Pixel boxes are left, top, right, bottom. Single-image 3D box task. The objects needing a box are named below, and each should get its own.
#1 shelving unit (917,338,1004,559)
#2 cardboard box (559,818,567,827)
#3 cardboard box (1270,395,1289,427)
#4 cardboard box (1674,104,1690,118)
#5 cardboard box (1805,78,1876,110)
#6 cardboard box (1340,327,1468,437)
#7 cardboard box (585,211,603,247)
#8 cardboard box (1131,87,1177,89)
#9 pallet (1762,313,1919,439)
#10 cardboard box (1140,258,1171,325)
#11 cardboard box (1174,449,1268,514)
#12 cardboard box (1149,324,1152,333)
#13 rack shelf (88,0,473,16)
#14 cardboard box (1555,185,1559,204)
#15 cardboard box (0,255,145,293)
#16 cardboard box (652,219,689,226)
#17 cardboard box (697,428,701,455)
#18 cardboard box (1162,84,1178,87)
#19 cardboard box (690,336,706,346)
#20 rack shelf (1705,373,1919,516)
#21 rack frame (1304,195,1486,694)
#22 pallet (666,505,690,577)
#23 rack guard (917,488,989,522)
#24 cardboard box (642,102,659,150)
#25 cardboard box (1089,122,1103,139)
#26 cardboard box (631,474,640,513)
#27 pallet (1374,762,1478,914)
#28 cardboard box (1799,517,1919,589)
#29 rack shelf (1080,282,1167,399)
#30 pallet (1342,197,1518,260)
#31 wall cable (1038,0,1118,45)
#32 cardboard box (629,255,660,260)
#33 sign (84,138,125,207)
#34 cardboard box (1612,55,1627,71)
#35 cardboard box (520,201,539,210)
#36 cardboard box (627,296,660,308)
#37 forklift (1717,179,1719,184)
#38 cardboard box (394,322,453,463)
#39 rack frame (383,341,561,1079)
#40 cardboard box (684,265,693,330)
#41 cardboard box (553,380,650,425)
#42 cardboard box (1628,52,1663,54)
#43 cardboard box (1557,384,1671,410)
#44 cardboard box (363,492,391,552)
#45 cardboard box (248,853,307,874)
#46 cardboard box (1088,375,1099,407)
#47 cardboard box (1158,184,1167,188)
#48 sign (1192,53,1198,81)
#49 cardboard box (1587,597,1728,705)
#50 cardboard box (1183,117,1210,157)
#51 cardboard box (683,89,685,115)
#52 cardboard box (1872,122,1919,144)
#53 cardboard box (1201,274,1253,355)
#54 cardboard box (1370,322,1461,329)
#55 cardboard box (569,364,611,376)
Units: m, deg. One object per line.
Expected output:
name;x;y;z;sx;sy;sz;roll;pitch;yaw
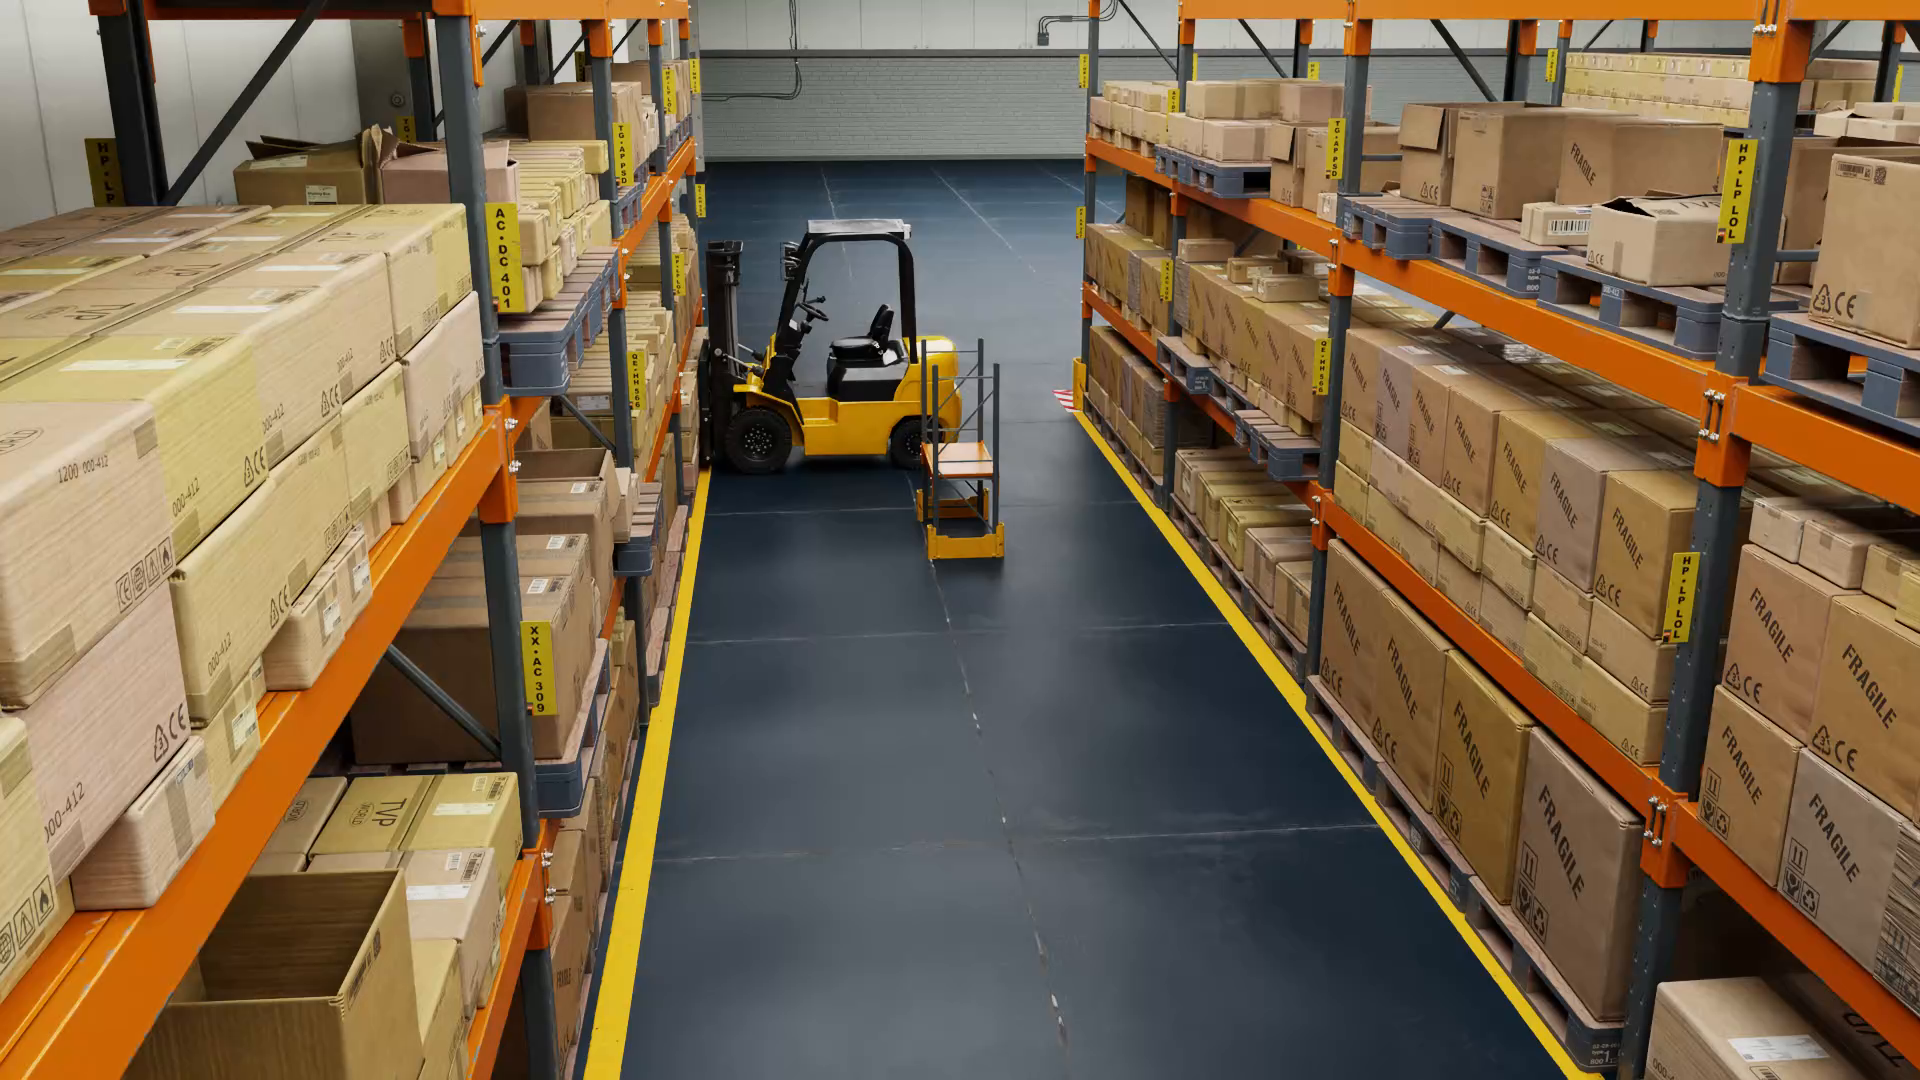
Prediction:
shelving unit;-0.008;-0.738;13.025;0.587;1.500;1.083;-2;18;-6
cardboard box;-1.856;1.104;7.043;0.380;0.149;0.250;-2;18;-6
cardboard box;2.177;-0.819;10.497;0.380;0.149;0.250;-2;18;-6
cardboard box;6.655;-3.832;14.920;0.380;0.149;0.250;-2;17;-5
cardboard box;7.343;-3.776;14.074;0.500;0.250;0.500;-2;18;-5
cardboard box;2.422;-0.867;9.096;0.500;0.500;0.500;-2;18;-7
cardboard box;-1.975;-1.407;7.894;0.500;0.250;0.500;-2;18;-5
cardboard box;1.749;-4.006;15.009;0.380;0.149;0.250;-1;17;-4
pallet;3.101;-0.450;4.743;1.003;0.211;1.213;-2;18;-6
cardboard box;1.849;-2.156;14.374;0.500;0.500;0.500;-1;17;-4
cardboard box;2.259;-0.479;13.382;0.950;0.372;0.625;-2;17;-5
cardboard box;1.872;-1.884;14.590;0.380;0.149;0.250;-2;18;-6
rack shelf;-1.703;-1.072;2.776;1.077;0.370;4.000;-2;18;-6
cardboard box;3.105;-1.665;7.988;0.396;0.266;0.258;-2;18;-7
cardboard box;-2.020;-0.429;3.449;0.500;0.250;0.500;-2;18;-6
cardboard box;-2.790;-2.975;15.900;0.380;0.149;0.250;-1;17;-4
cardboard box;-2.591;-0.881;14.864;0.500;0.250;0.500;-1;17;-5
cardboard box;2.126;-4.250;15.787;0.380;0.149;0.250;-2;18;-5
cardboard box;-2.731;-1.812;16.162;0.500;0.250;0.500;-1;17;-5
rack shelf;3.234;0.203;3.717;1.077;0.370;4.000;-2;18;-6
rack frame;2.615;-0.497;9.753;1.000;3.000;0.127;-2;18;-6
pallet;-2.620;0.014;12.779;1.003;0.211;1.213;-2;18;-6
rack guard;-0.059;-0.290;13.685;0.587;0.250;0.087;-2;18;-6
cardboard box;-2.418;-2.963;11.880;0.500;0.311;0.500;-2;18;-7
cardboard box;1.501;-4.083;16.586;0.380;0.149;0.250;-2;18;-6
cardboard box;-1.873;-0.239;8.650;0.380;0.149;0.250;-1;17;-5
pallet;2.744;1.433;8.260;1.003;0.211;1.213;-2;18;-6
cardboard box;2.844;0.038;5.128;0.380;0.149;0.250;-2;17;-5
rack shelf;1.996;-1.941;15.554;1.077;0.370;4.000;-2;18;-6
pallet;2.734;-1.648;8.726;1.213;0.211;1.003;-1;17;-3
wall cable;3.390;-17.121;47.010;2.305;6.003;0.169;-2;18;-6
cardboard box;-2.607;-2.212;13.469;0.380;0.149;0.250;-2;17;-5
sign;-2.461;-0.998;4.821;0.100;0.325;0.005;-2;18;-6
cardboard box;6.525;-4.591;16.006;0.380;0.149;0.250;-2;18;-7
cardboard box;-1.602;-1.032;5.503;0.380;0.149;0.250;-1;17;-5
cardboard box;-2.434;-1.720;12.399;0.380;0.149;0.250;-2;18;-6
forklift;5.049;-1.157;11.968;1.130;2.935;3.031;5;18;16
cardboard box;-1.547;-0.362;4.068;0.500;0.250;0.500;-2;18;-8
rack frame;-1.909;0.849;5.465;1.000;3.000;0.127;-2;18;-6
cardboard box;-2.675;-2.178;14.941;0.500;0.500;0.500;-2;18;-5
cardboard box;-2.175;-0.799;10.129;0.500;0.250;0.500;-1;17;-4
cardboard box;7.075;-4.914;17.032;0.380;0.149;0.250;-2;18;-5
cardboard box;3.079;-0.424;7.684;0.500;0.500;0.500;-2;18;-7
cardboard box;-1.518;-0.057;3.762;0.380;0.149;0.250;-1;17;-4
cardboard box;-2.068;1.084;4.471;0.500;0.250;0.500;-2;18;-6
cardboard box;1.598;-1.520;16.901;0.500;0.250;0.500;-2;18;-6
cardboard box;2.259;-3.102;15.717;0.700;0.500;0.500;-2;18;-6
sign;2.344;-4.745;16.798;0.100;0.325;0.005;-2;18;-6
cardboard box;2.740;0.404;6.299;0.500;0.250;0.500;-2;18;-6
cardboard box;1.917;-2.911;11.984;0.500;0.250;0.500;-2;18;-6
cardboard box;-2.733;-4.028;15.348;0.396;0.266;0.258;-2;18;-5
cardboard box;7.001;-3.006;12.287;0.380;0.149;0.250;-2;18;-6
cardboard box;2.055;-1.633;12.007;0.500;0.500;0.500;-2;18;-6
cardboard box;2.799;-1.028;10.080;0.500;0.500;0.500;-2;18;-7
cardboard box;-2.143;-0.959;9.975;0.380;0.149;0.250;-1;17;-4
